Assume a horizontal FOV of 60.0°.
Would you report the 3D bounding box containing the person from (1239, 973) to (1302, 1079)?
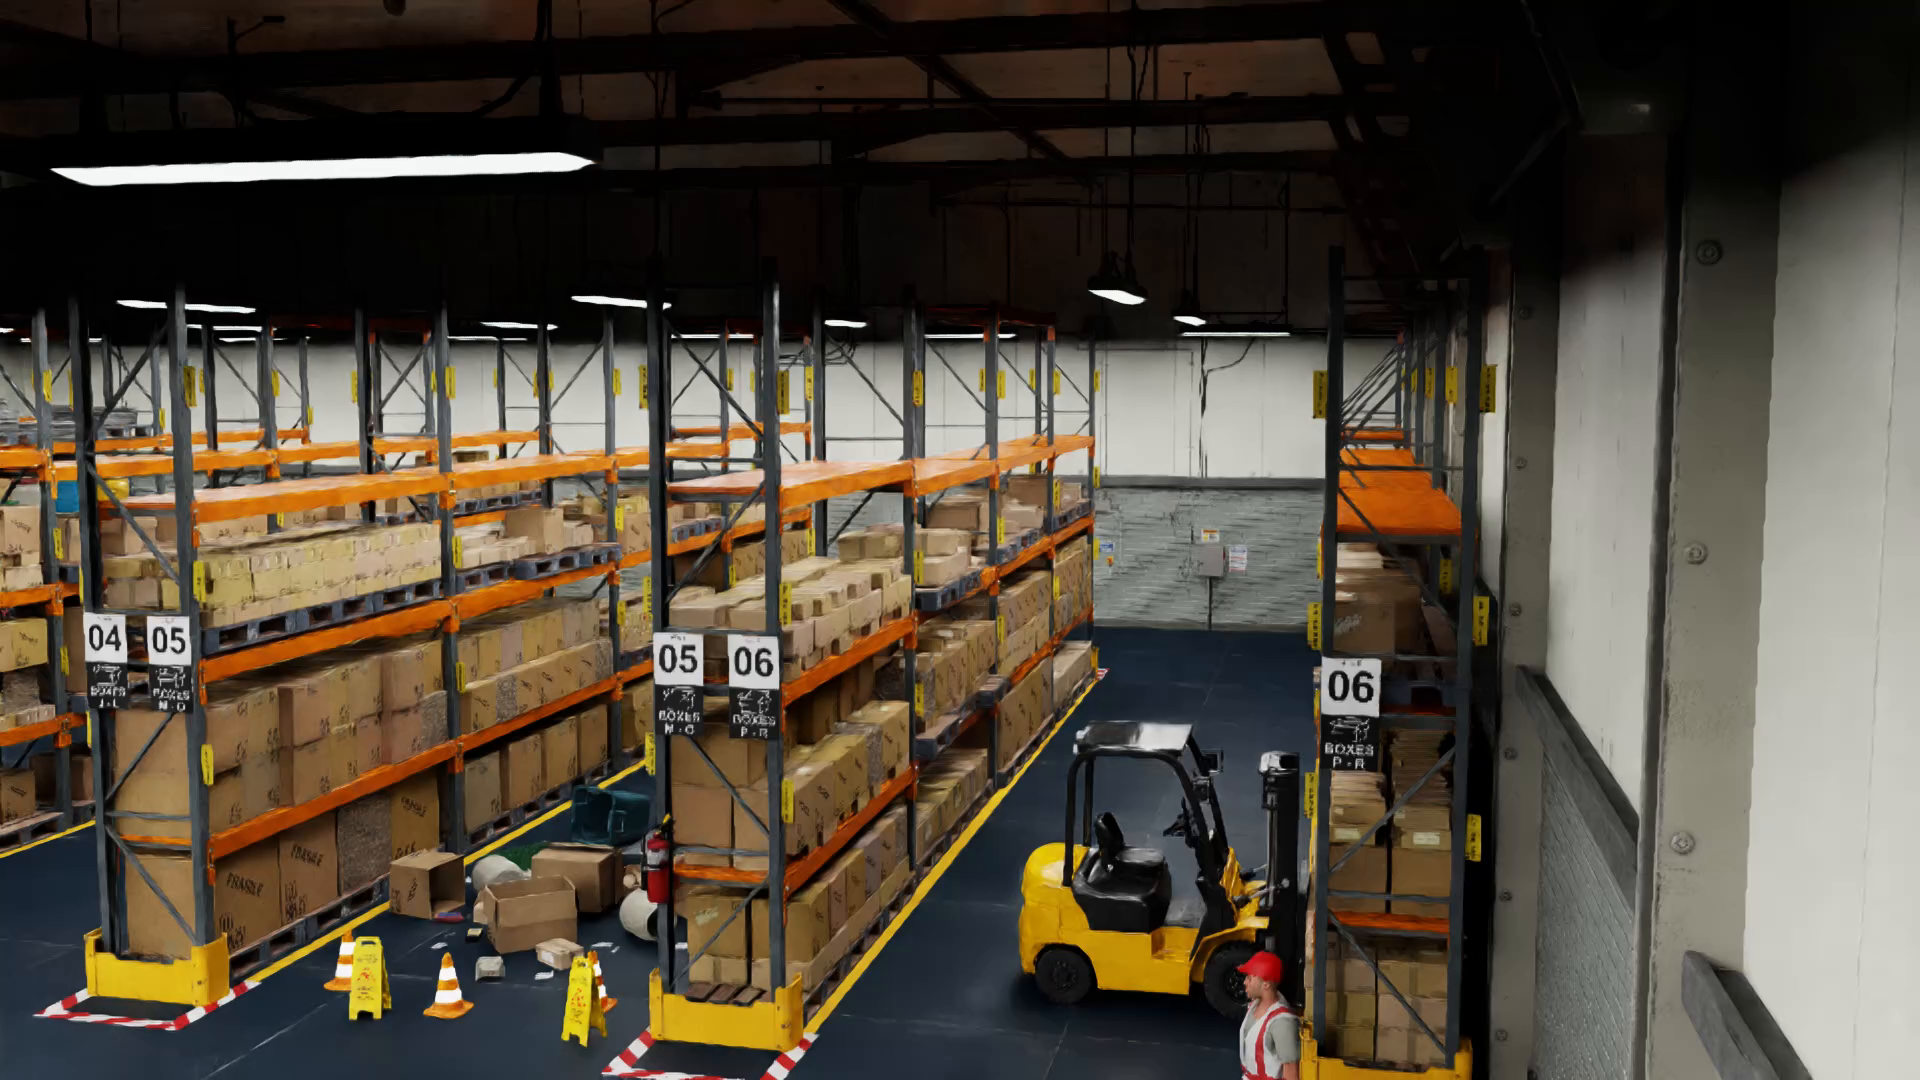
[{"bbox_3d":[1.880,3.323,9.821,0.544,1.736,0.645,-2,6,-15],"label":"person"}]
